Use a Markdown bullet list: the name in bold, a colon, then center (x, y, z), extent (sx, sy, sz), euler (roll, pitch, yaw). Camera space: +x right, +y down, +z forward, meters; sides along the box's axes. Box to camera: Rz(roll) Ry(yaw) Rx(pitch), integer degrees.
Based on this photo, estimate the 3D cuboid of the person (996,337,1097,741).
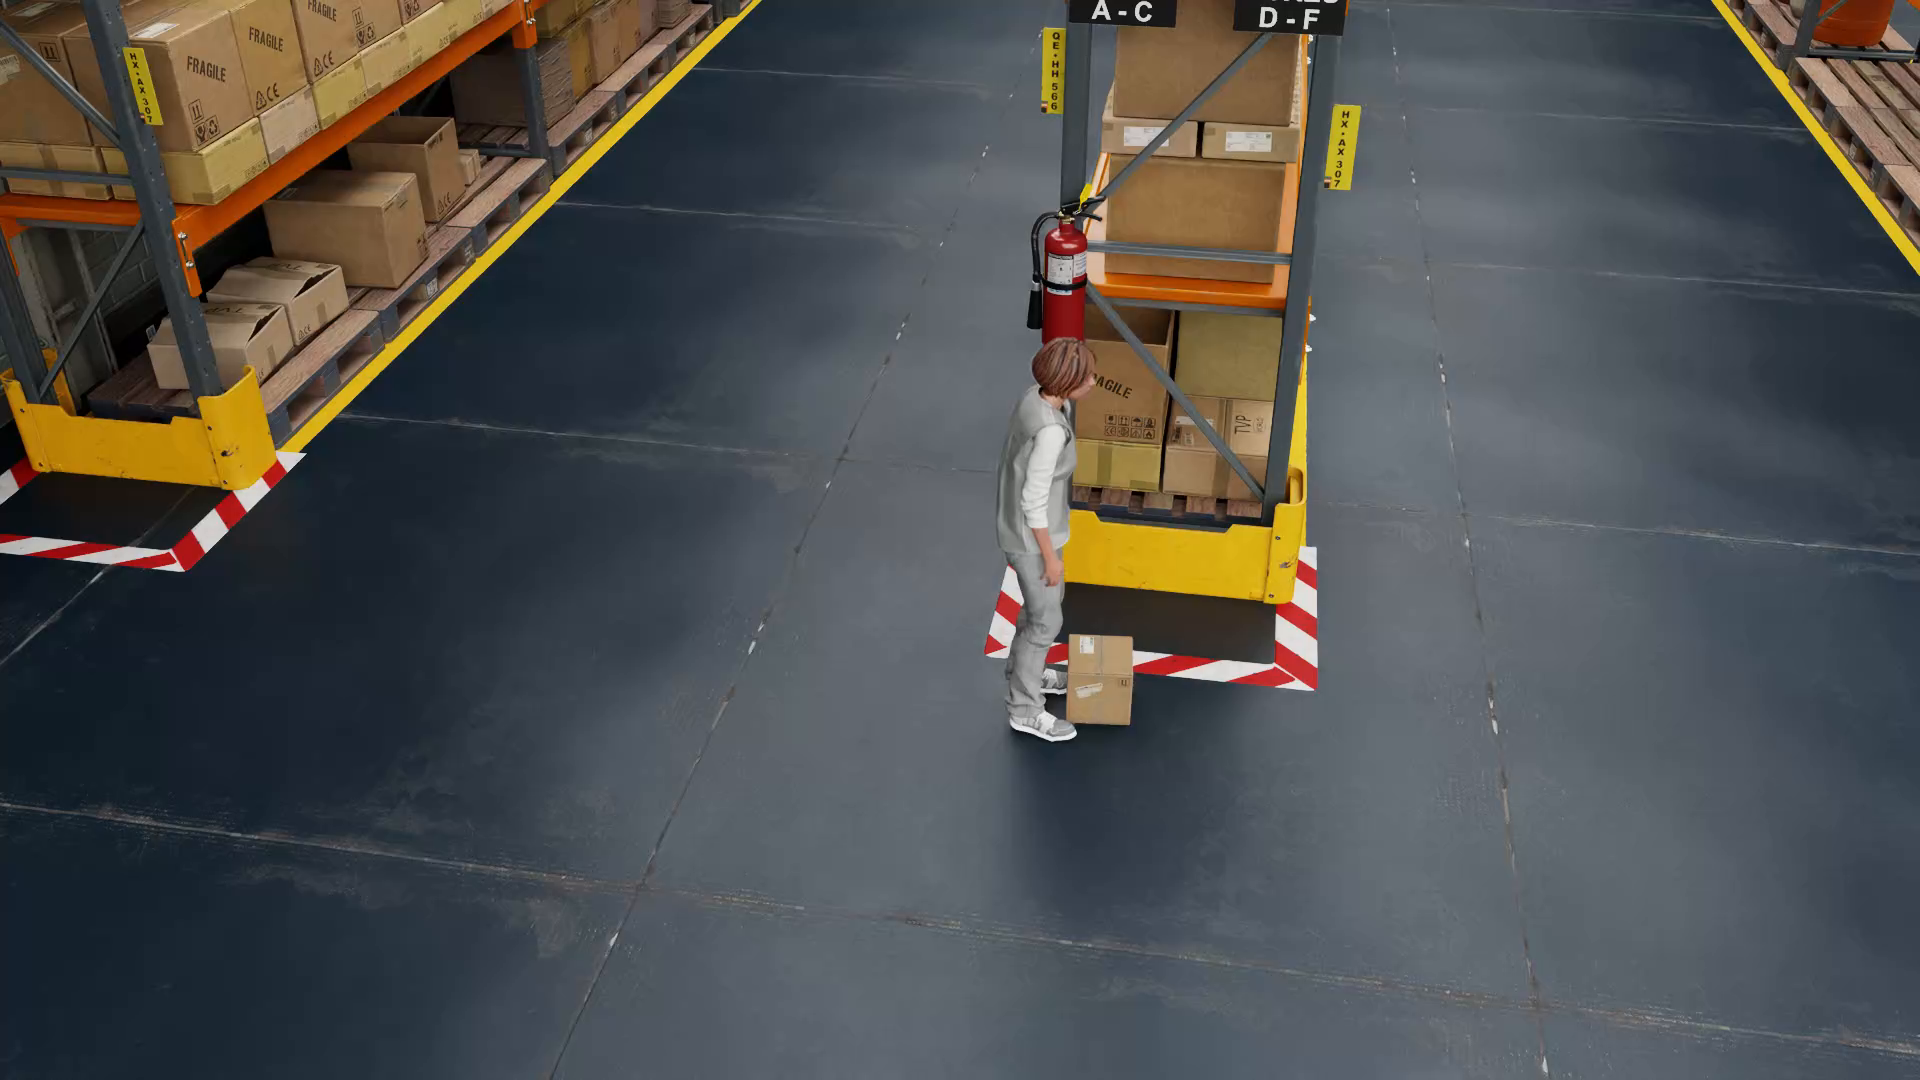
- **person**: center (0.305, -0.019, 6.177), extent (0.346, 1.593, 0.480), euler (2, 33, 3)
